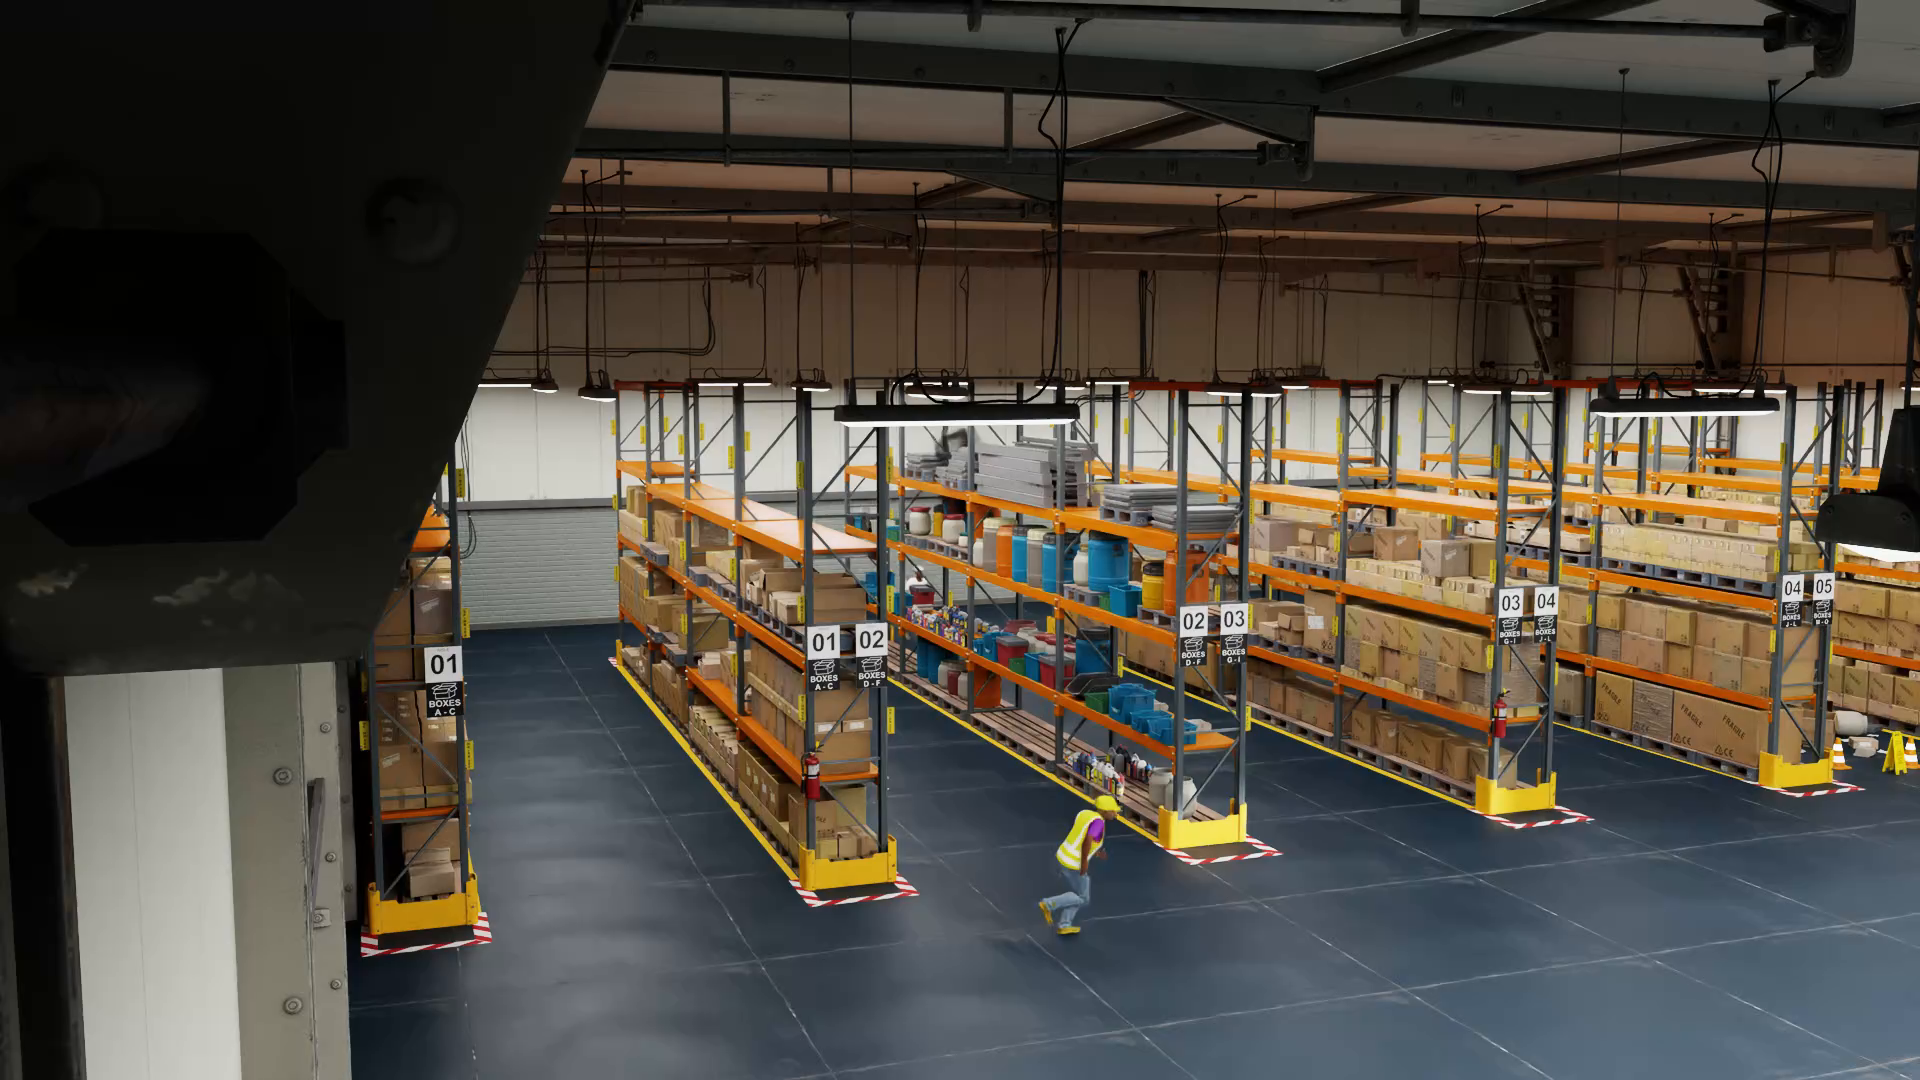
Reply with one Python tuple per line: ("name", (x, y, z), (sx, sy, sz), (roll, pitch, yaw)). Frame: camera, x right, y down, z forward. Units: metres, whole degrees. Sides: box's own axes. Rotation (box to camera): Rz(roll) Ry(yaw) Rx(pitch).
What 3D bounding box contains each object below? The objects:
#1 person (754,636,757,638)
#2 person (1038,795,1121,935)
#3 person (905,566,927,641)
("person", (-4.092, 2.005, 34.352), (0.609, 1.458, 1.087), (-5, 8, -42))
("person", (1.332, 3.617, 18.430), (0.941, 1.562, 0.726), (-1, 6, -12))
("person", (-0.982, 1.451, 37.700), (0.682, 1.767, 0.843), (-4, 7, -34))
